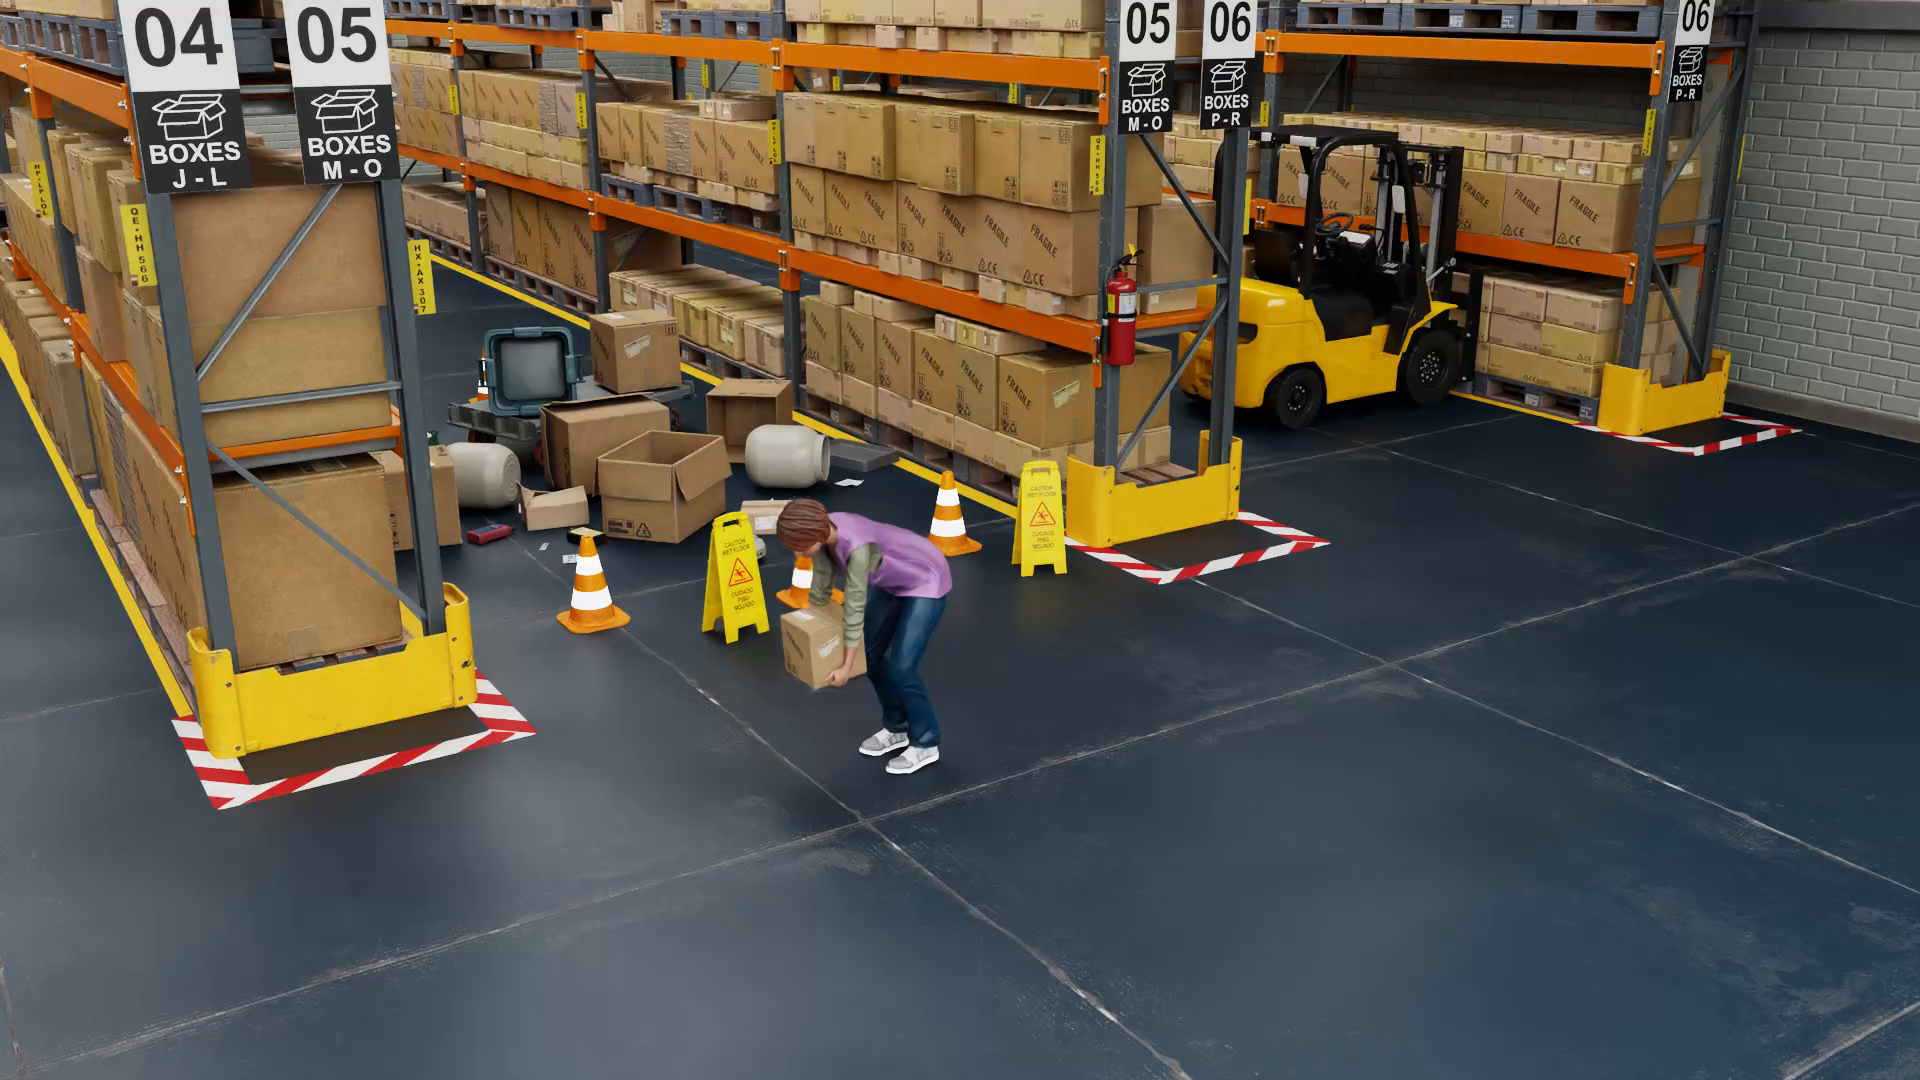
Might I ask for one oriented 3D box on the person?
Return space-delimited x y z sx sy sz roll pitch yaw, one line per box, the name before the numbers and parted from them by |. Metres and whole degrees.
person | -0.401 0.391 6.960 0.797 1.246 0.387 -12 22 -33
